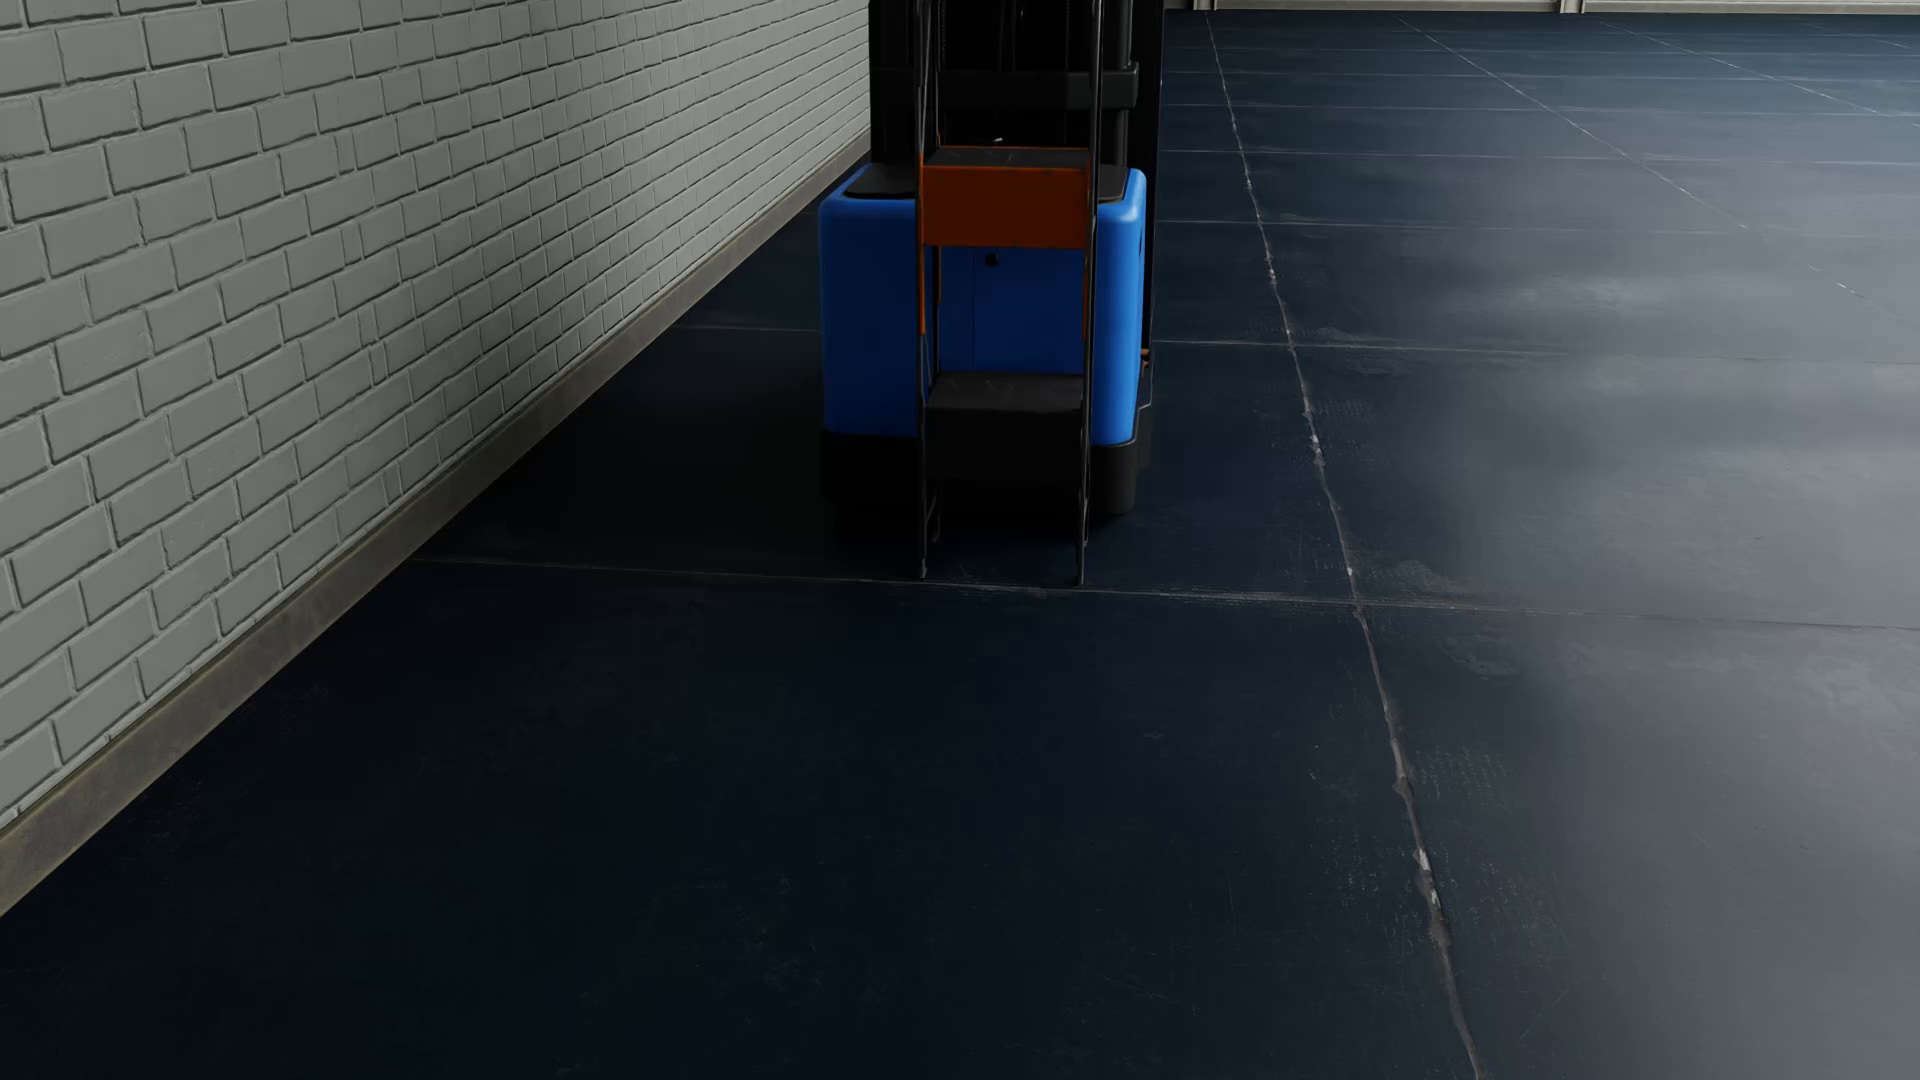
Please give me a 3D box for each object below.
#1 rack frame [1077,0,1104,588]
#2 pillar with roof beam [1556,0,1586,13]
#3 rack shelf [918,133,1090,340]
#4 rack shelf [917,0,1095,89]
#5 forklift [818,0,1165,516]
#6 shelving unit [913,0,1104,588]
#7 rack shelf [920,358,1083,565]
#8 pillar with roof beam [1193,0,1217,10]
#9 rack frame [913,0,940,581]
[{"bbox_3d":[0.388,-0.904,4.871,0.015,2.100,0.400,2,22,6],"label":"rack frame"},{"bbox_3d":[9.605,-11.359,21.932,0.400,9.000,9.100,2,22,6],"label":"pillar with roof beam"},{"bbox_3d":[0.145,-0.902,4.902,0.480,0.518,0.431,2,22,6],"label":"rack shelf"},{"bbox_3d":[0.145,-1.553,4.644,0.480,0.518,0.431,2,22,6],"label":"rack shelf"},{"bbox_3d":[0.238,-1.947,6.378,1.130,2.935,3.031,3,22,7],"label":"forklift"},{"bbox_3d":[0.145,-0.914,4.897,0.503,2.100,0.431,2,22,6],"label":"shelving unit"},{"bbox_3d":[0.145,-0.251,5.159,0.480,0.518,0.431,2,22,6],"label":"rack shelf"},{"bbox_3d":[3.647,-11.619,22.589,0.400,9.000,9.100,2,22,6],"label":"pillar with roof beam"},{"bbox_3d":[-0.097,-0.925,4.923,0.015,2.100,0.400,2,22,6],"label":"rack frame"}]
